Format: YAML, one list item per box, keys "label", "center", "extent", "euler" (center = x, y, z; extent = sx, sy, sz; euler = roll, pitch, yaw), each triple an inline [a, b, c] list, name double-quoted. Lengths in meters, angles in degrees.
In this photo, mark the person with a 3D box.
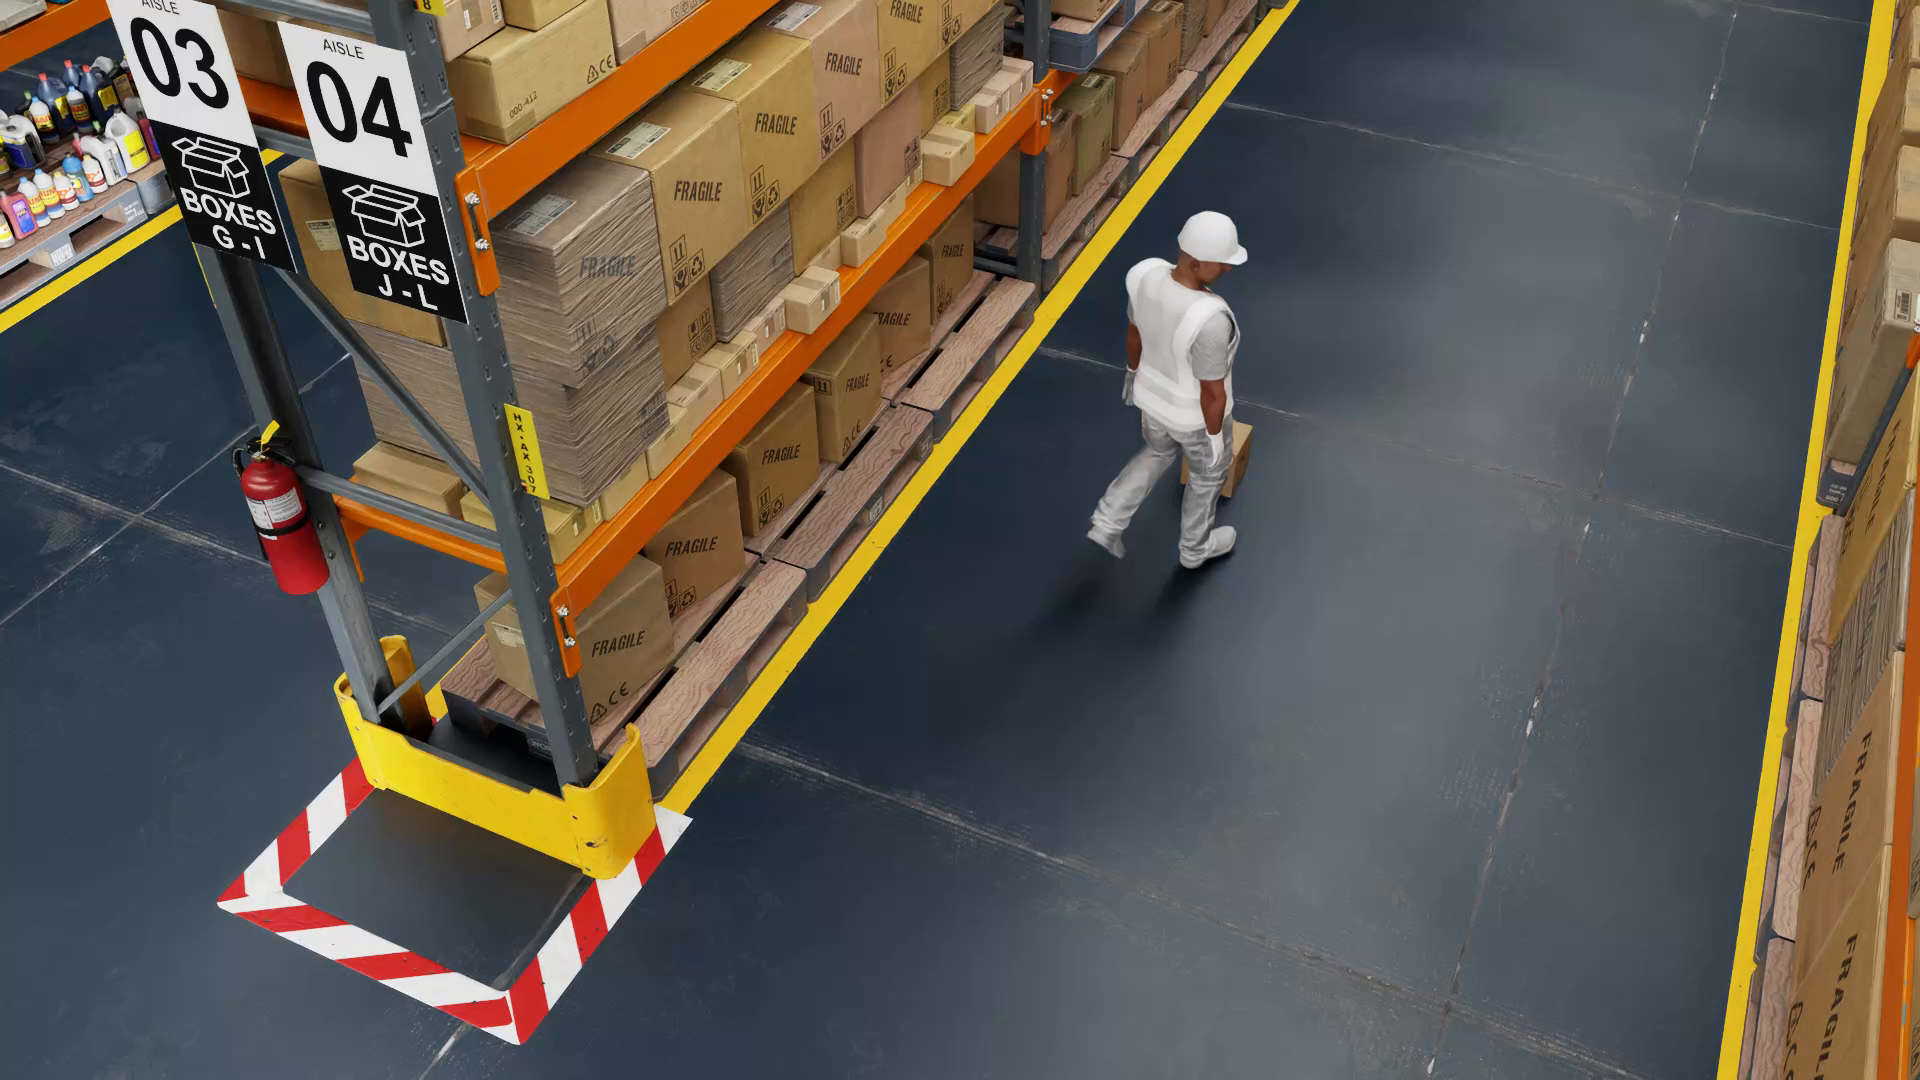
- label: "person"
  center: [0.886, -0.561, 6.762]
  extent: [0.734, 1.768, 0.591]
  euler: [-27, 48, -27]
